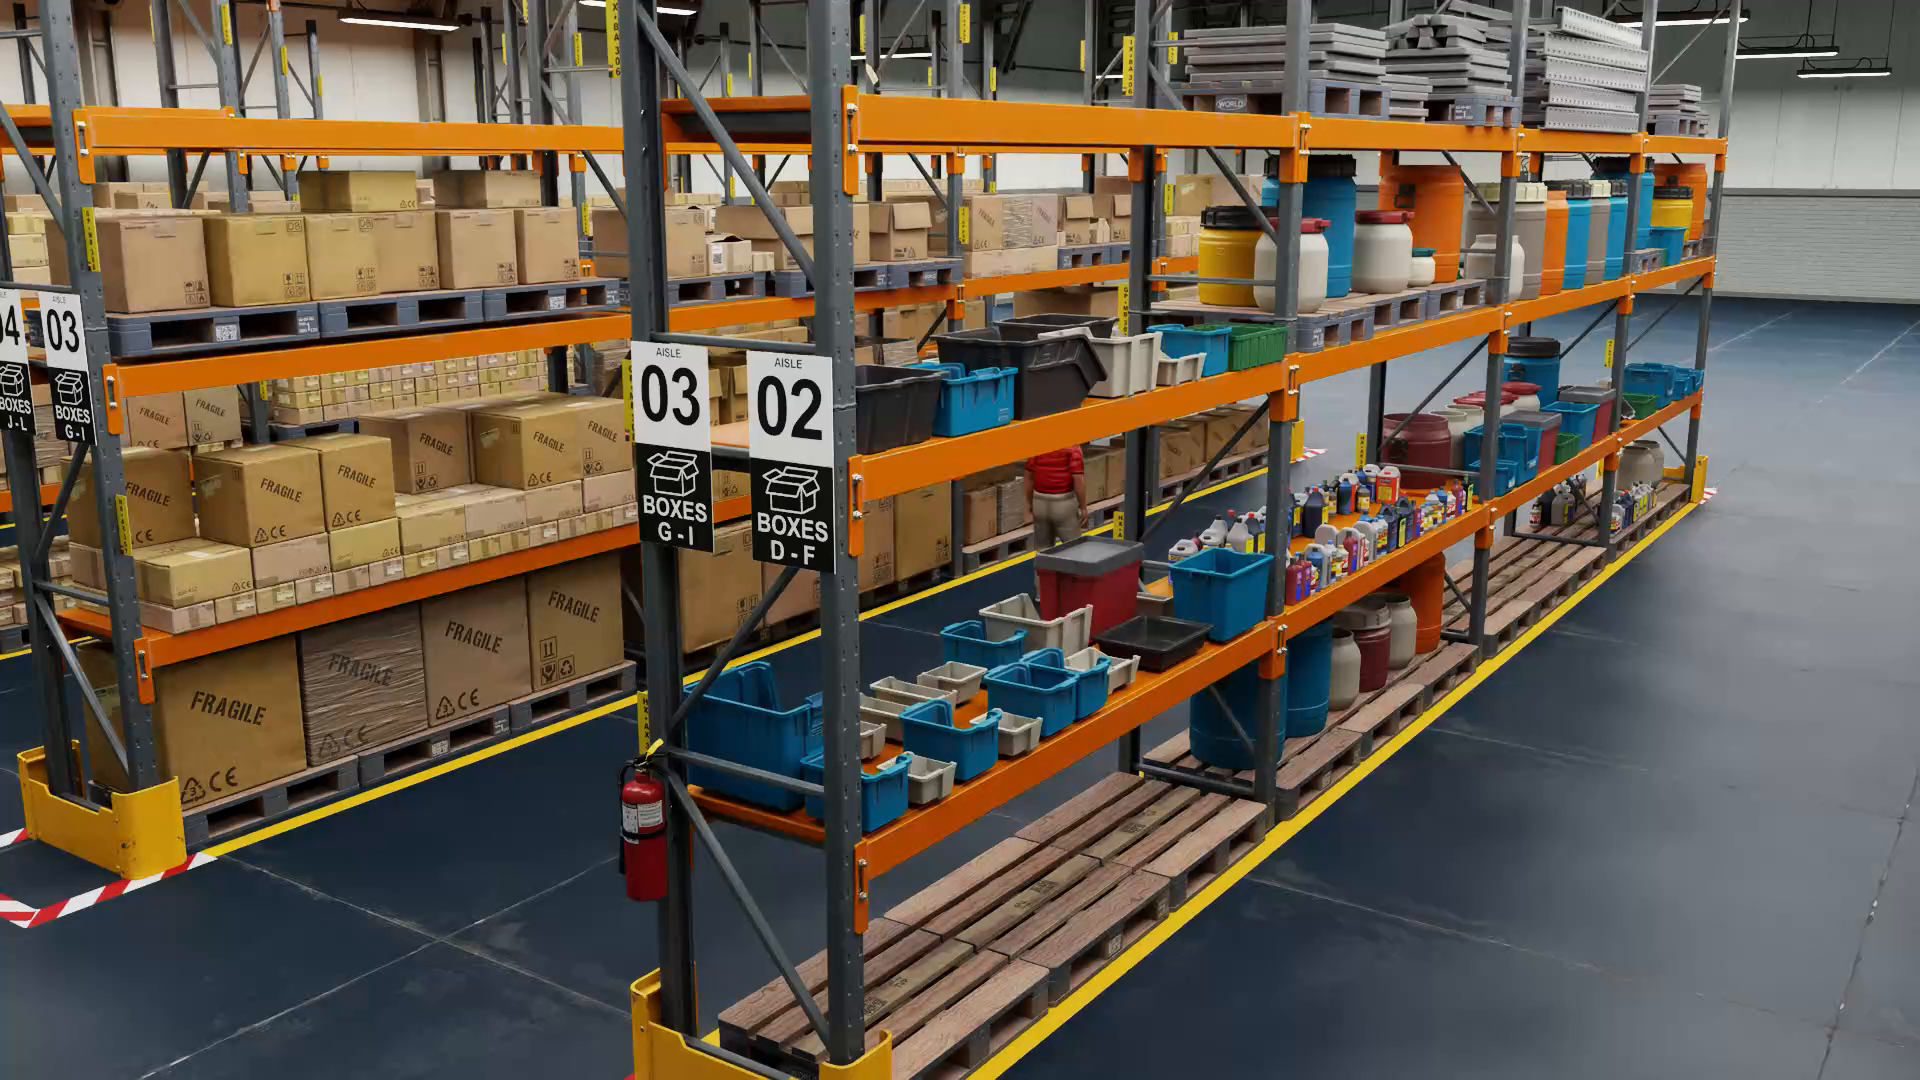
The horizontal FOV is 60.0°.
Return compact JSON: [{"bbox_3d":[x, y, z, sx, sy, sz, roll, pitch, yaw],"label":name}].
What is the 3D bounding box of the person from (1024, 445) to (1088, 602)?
[{"bbox_3d":[0.861,-0.285,14.757,0.603,1.726,0.394,7,15,30],"label":"person"}]
